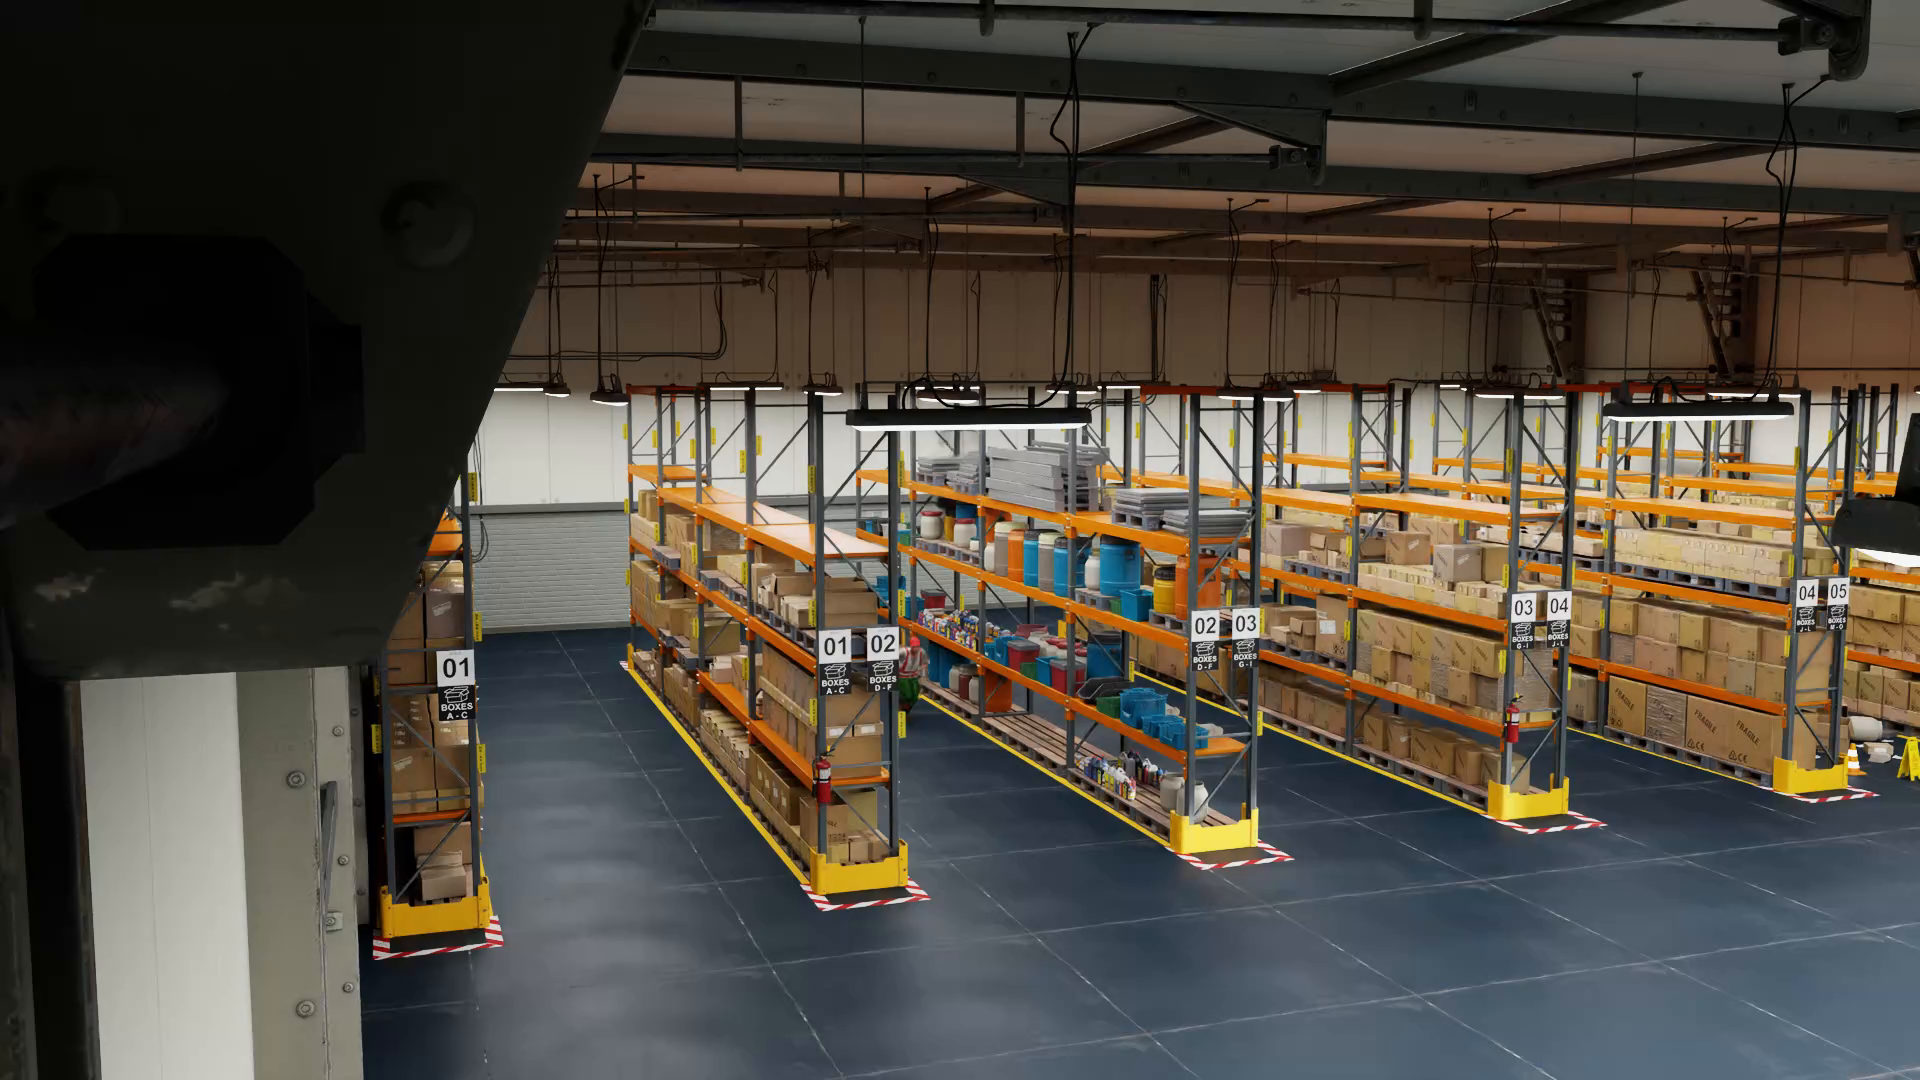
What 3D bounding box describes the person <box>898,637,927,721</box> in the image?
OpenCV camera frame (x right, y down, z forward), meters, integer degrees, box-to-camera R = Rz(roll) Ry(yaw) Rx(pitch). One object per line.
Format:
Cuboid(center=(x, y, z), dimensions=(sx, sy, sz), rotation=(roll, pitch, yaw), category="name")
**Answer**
Cuboid(center=(-0.936, 2.485, 29.672), dimensions=(0.694, 1.592, 0.822), rotation=(-3, 6, -23), category="person")
